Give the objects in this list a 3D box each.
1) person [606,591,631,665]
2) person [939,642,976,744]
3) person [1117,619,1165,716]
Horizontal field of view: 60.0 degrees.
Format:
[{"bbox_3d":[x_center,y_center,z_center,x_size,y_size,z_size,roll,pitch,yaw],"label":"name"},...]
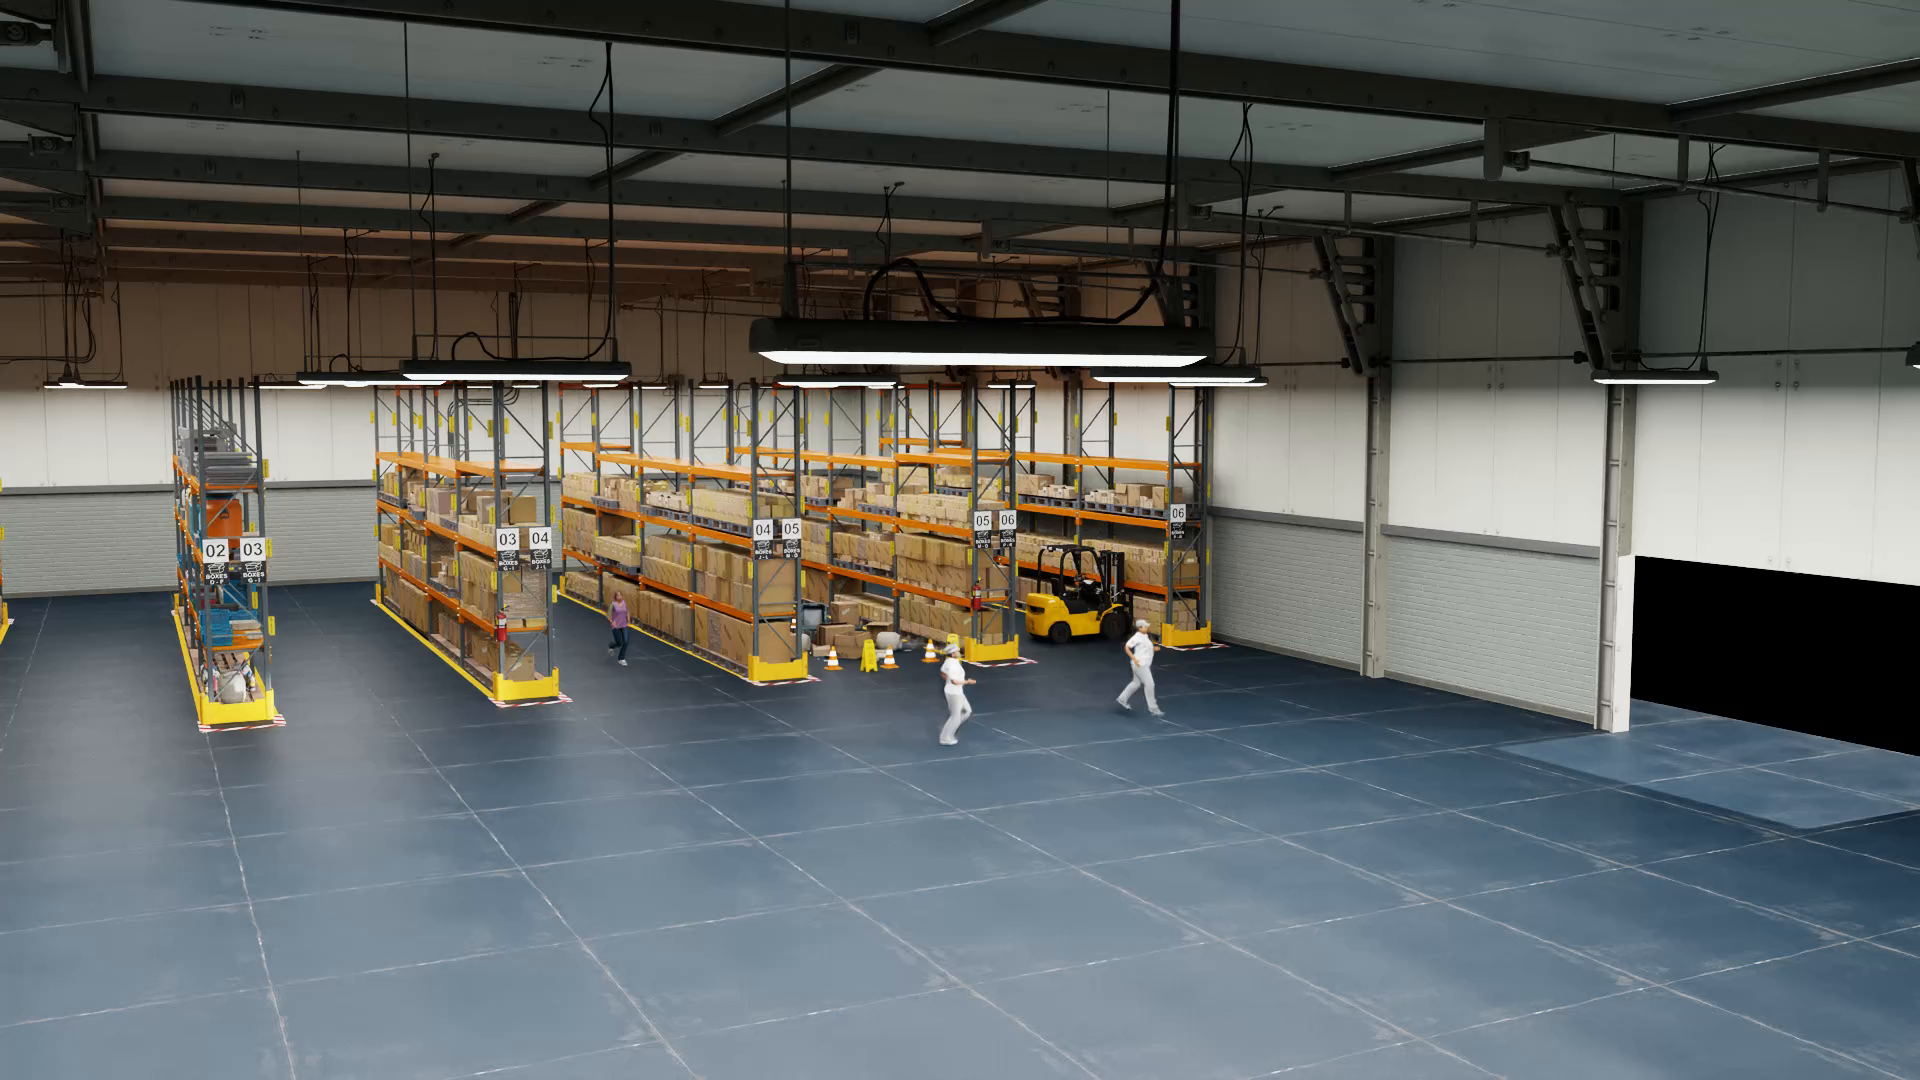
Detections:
[{"bbox_3d":[-7.195,1.841,35.096,0.552,1.563,0.666,-4,6,-37],"label":"person"},{"bbox_3d":[-0.036,2.488,26.981,0.599,1.681,0.561,0,5,-1],"label":"person"},{"bbox_3d":[3.222,2.252,29.561,0.877,1.689,0.594,1,5,16],"label":"person"}]
